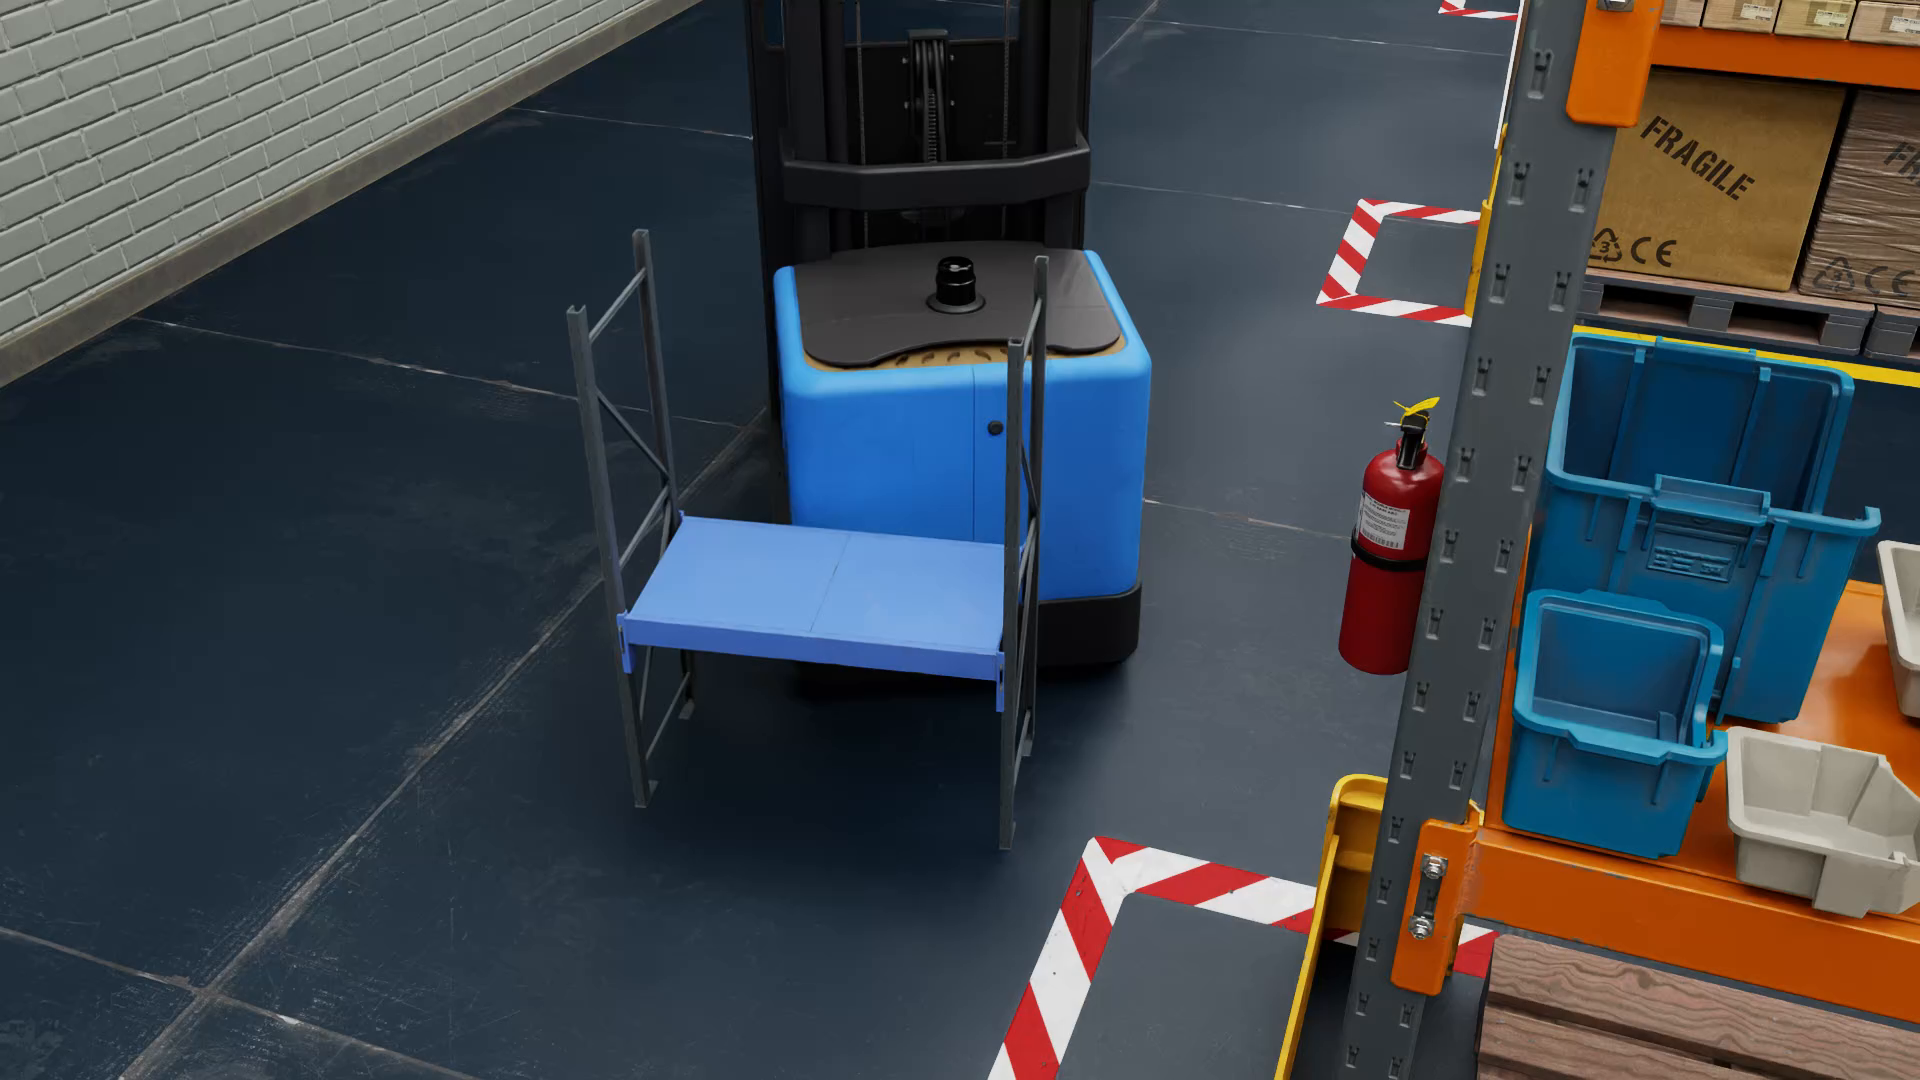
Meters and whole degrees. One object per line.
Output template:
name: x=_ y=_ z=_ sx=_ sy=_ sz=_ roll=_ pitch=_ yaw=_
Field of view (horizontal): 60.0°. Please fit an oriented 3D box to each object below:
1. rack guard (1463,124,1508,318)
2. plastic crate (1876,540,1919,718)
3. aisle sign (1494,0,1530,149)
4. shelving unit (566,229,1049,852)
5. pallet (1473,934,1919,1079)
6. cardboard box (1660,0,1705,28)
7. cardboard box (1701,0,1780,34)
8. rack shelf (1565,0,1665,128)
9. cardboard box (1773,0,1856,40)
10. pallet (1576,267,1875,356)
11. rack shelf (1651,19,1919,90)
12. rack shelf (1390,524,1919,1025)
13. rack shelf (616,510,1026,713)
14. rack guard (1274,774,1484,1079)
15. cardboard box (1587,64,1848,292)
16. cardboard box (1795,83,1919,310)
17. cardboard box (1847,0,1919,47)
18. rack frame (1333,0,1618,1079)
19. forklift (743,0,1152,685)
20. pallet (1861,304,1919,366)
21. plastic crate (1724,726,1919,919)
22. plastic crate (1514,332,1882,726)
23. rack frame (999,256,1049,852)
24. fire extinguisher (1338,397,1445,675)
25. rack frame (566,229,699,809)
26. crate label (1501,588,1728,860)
rack guard: x=2.549 y=-1.448 z=7.532 sx=0.348 sy=0.500 sz=1.175 roll=11 pitch=34 yaw=16
plastic crate: x=1.729 y=0.178 z=2.897 sx=0.243 sy=0.136 sz=0.396 roll=11 pitch=34 yaw=16
aisle sign: x=0.733 y=-0.918 z=2.010 sx=0.004 sy=0.787 sz=0.394 roll=11 pitch=34 yaw=16
shelving unit: x=-0.341 y=0.025 z=4.328 sx=1.048 sy=1.500 sz=0.538 roll=5 pitch=33 yaw=8
pallet: x=1.664 y=1.378 z=3.422 sx=1.213 sy=0.211 sz=1.003 roll=11 pitch=34 yaw=16
cardboard box: x=2.795 y=-2.155 z=6.553 sx=0.250 sy=0.149 sz=0.380 roll=11 pitch=35 yaw=17
cardboard box: x=3.037 y=-2.108 z=6.482 sx=0.250 sy=0.149 sz=0.380 roll=11 pitch=34 yaw=16
rack shelf: x=2.783 y=-0.556 z=1.744 sx=4.000 sy=0.370 sz=1.077 roll=11 pitch=34 yaw=16
cardboard box: x=3.278 y=-2.062 z=6.409 sx=0.250 sy=0.149 sz=0.380 roll=10 pitch=34 yaw=15
pallet: x=3.351 y=-1.216 z=7.438 sx=1.213 sy=0.211 sz=1.003 roll=11 pitch=34 yaw=16
rack shelf: x=4.454 y=-1.825 z=6.475 sx=4.000 sy=0.370 sz=1.077 roll=11 pitch=34 yaw=16
rack shelf: x=2.783 y=0.704 z=2.558 sx=4.000 sy=0.370 sz=1.077 roll=11 pitch=34 yaw=16
rack shelf: x=-0.341 y=0.176 z=4.426 sx=1.000 sy=0.185 sz=0.538 roll=5 pitch=33 yaw=8
rack guard: x=0.874 y=1.088 z=3.604 sx=0.348 sy=0.500 sz=1.175 roll=11 pitch=34 yaw=16
cardboard box: x=3.201 y=-1.701 z=7.191 sx=0.875 sy=0.875 sz=0.875 roll=11 pitch=34 yaw=16
cardboard box: x=4.058 y=-1.535 z=6.933 sx=0.875 sy=0.875 sz=0.875 roll=11 pitch=34 yaw=16
cardboard box: x=3.524 y=-2.015 z=6.336 sx=0.250 sy=0.149 sz=0.380 roll=10 pitch=34 yaw=16
rack frame: x=0.901 y=0.035 z=2.930 sx=0.127 sy=3.000 sz=1.000 roll=11 pitch=34 yaw=16
forklift: x=-0.160 y=-1.584 z=5.501 sx=1.130 sy=2.935 sz=3.031 roll=-4 pitch=33 yaw=-6
pallet: x=4.495 y=-0.992 z=7.091 sx=1.213 sy=0.211 sz=1.003 roll=11 pitch=34 yaw=16
plastic crate: x=1.296 y=0.435 z=2.498 sx=0.298 sy=0.136 sz=0.250 roll=11 pitch=34 yaw=16
plastic crate: x=1.279 y=-0.039 z=2.957 sx=0.499 sy=0.435 sz=0.616 roll=11 pitch=34 yaw=16
rack frame: x=0.161 y=0.070 z=4.258 sx=0.032 sy=1.500 sz=0.500 roll=5 pitch=33 yaw=8
fire extinguisher: x=0.912 y=-0.035 z=3.454 sx=0.183 sy=0.674 sz=0.296 roll=11 pitch=34 yaw=16
rack frame: x=-0.842 y=-0.020 z=4.399 sx=0.032 sy=1.500 sz=0.500 roll=5 pitch=33 yaw=8
crate label: x=1.022 y=0.294 z=2.628 sx=0.303 sy=0.233 sz=0.416 roll=11 pitch=34 yaw=16
